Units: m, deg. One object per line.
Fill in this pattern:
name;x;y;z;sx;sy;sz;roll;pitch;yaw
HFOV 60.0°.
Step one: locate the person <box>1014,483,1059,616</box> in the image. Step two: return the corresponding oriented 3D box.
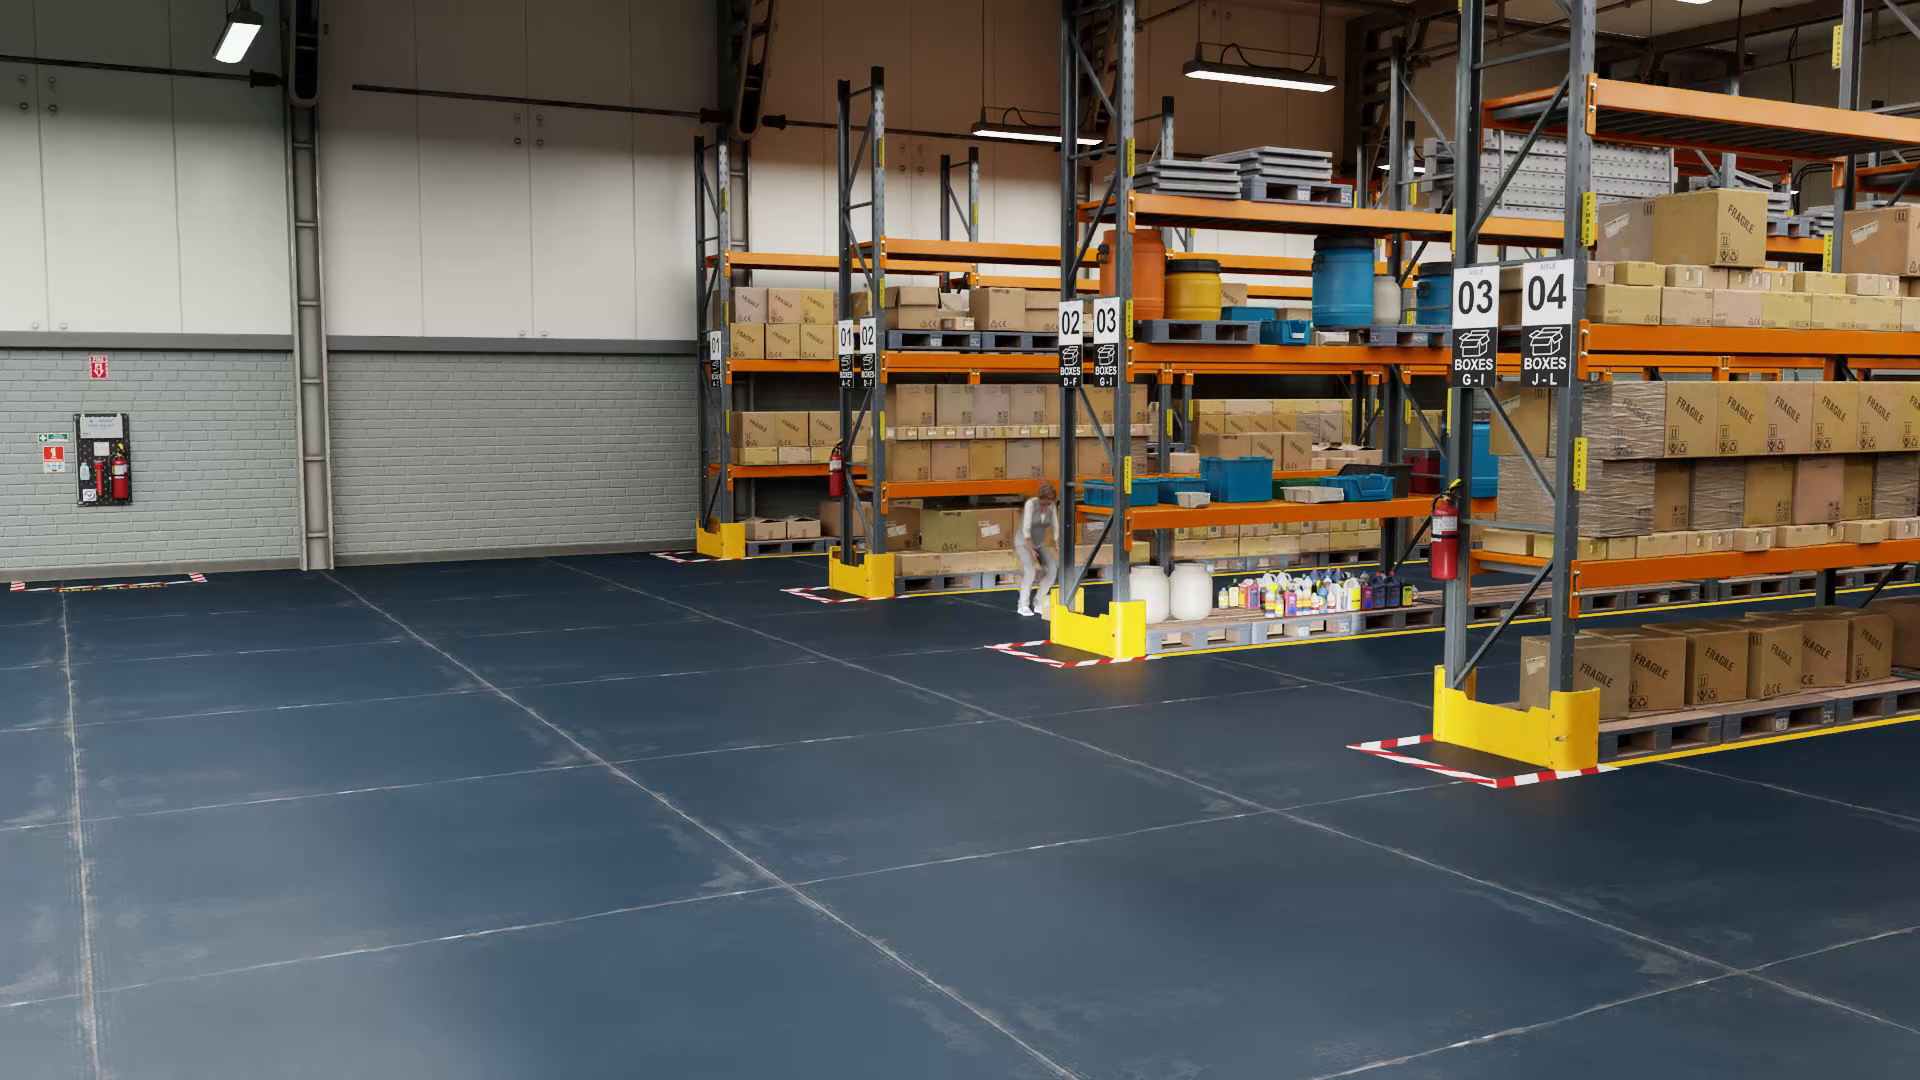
person;0.837;0.100;17.669;0.456;1.404;0.560;-3;6;-28
